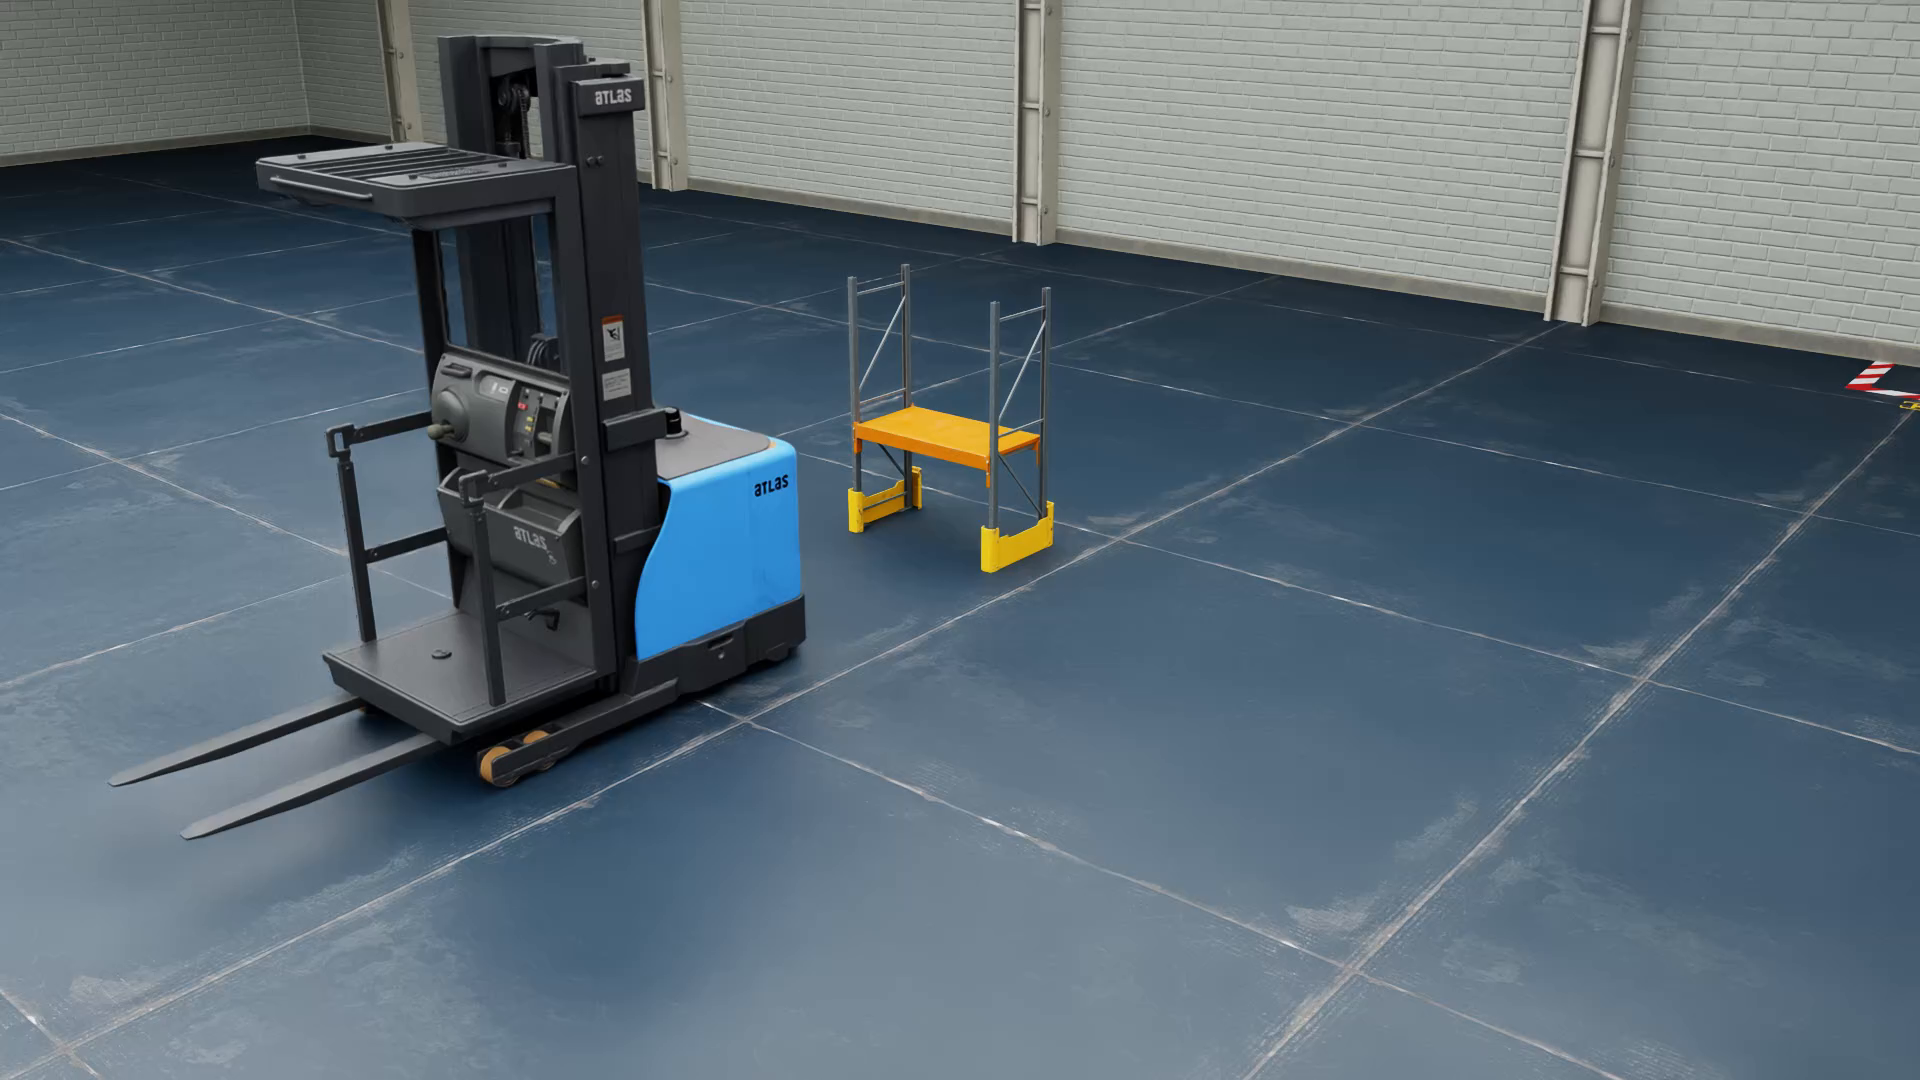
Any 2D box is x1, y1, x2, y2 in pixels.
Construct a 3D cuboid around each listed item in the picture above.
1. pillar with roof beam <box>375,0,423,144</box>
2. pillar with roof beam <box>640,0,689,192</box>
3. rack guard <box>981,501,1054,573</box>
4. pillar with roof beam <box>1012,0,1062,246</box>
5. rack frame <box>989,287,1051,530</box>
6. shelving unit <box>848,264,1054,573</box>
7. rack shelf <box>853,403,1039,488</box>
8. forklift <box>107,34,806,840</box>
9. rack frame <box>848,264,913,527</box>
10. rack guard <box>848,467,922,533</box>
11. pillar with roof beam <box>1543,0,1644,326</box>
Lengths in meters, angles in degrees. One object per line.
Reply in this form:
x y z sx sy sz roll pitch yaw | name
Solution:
-11.192 -9.018 20.829 0.400 9.000 9.100 16 26 36 | pillar with roof beam
-6.544 -7.679 17.279 0.400 9.000 9.100 16 26 36 | pillar with roof beam
0.327 -0.023 9.375 0.087 0.250 0.587 16 26 36 | rack guard
-1.895 -6.341 13.729 0.400 9.000 9.100 16 26 36 | pillar with roof beam
0.328 -0.607 9.153 0.032 1.500 0.500 16 26 36 | rack frame
-0.059 -0.719 9.449 1.083 1.500 0.587 16 26 36 | shelving unit
-0.066 -0.552 9.517 1.000 0.185 0.538 16 26 36 | rack shelf
-2.104 -0.541 6.950 1.130 2.935 3.031 17 27 38 | forklift
-0.460 -0.834 9.755 0.032 1.500 0.500 16 26 36 | rack frame
-0.445 -0.245 9.964 0.087 0.250 0.587 16 26 36 | rack guard
2.753 -5.002 10.179 0.400 9.000 9.100 16 26 36 | pillar with roof beam
